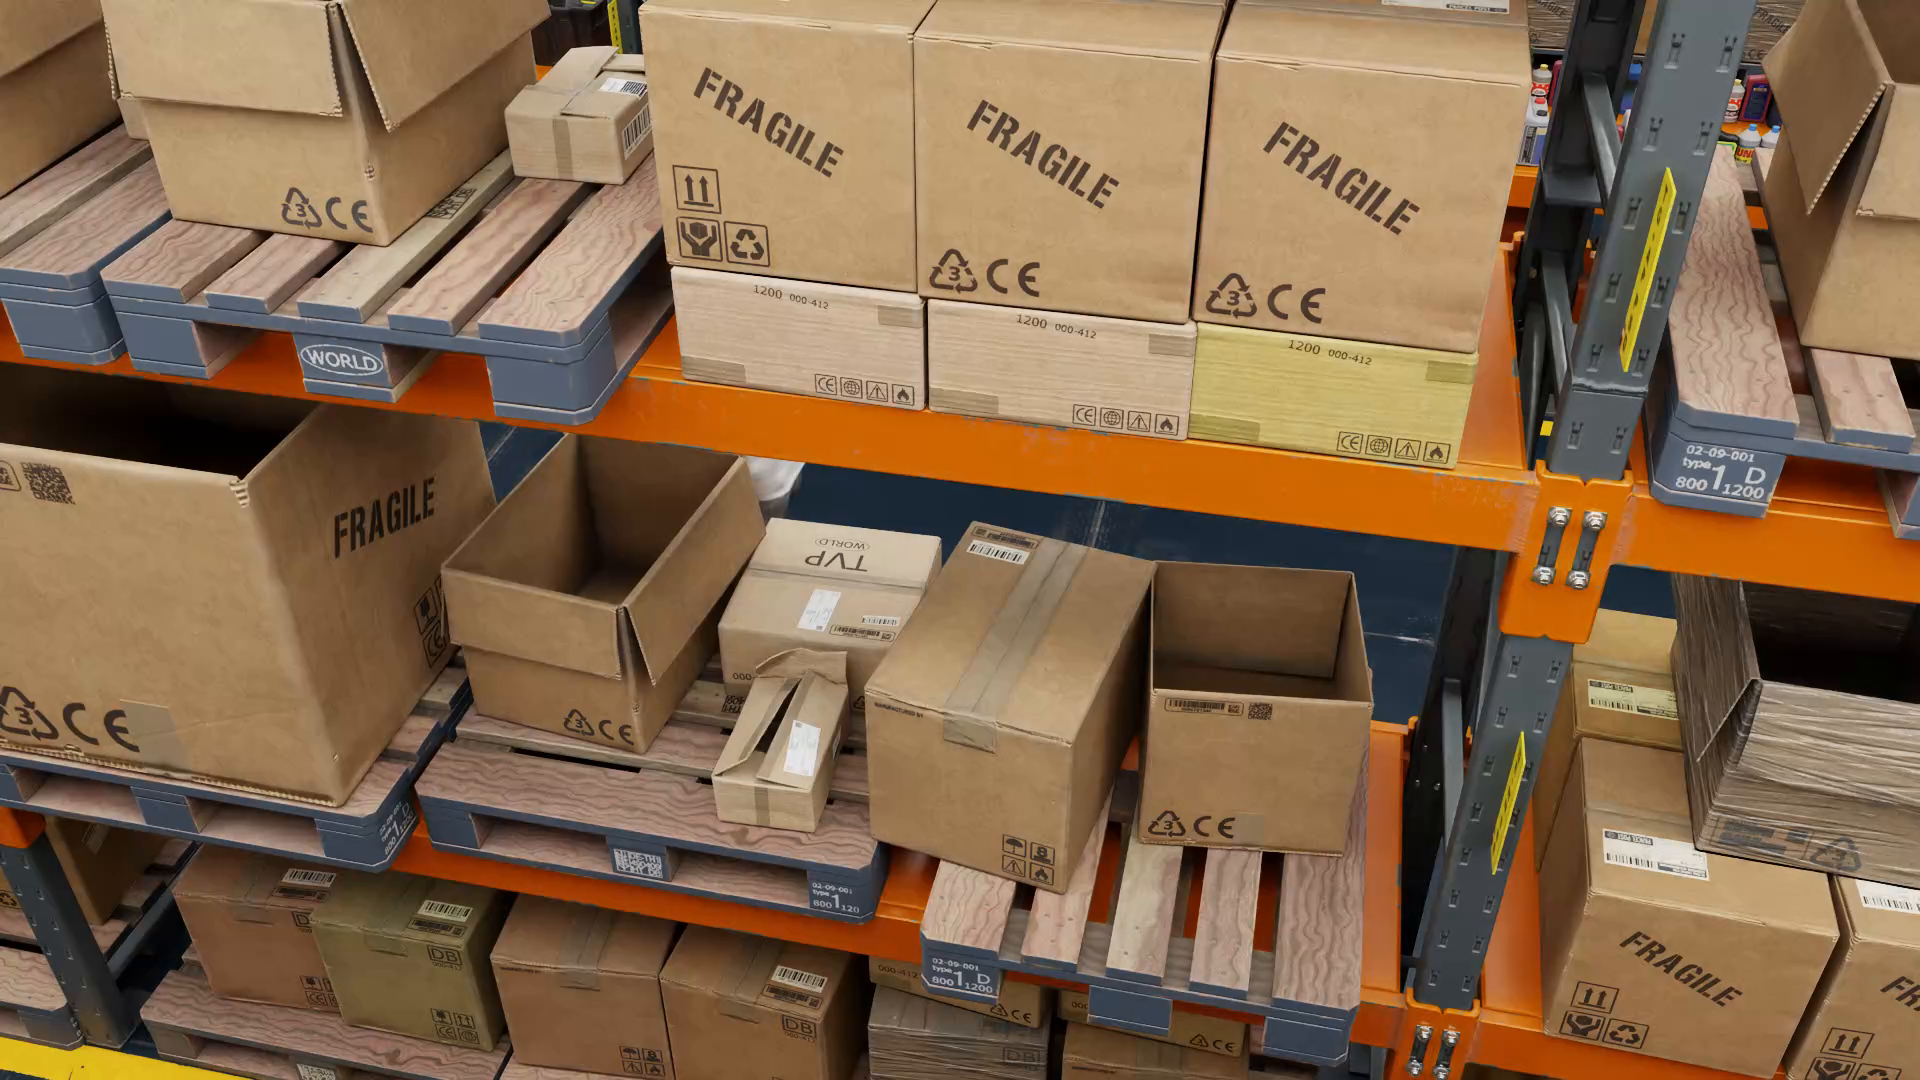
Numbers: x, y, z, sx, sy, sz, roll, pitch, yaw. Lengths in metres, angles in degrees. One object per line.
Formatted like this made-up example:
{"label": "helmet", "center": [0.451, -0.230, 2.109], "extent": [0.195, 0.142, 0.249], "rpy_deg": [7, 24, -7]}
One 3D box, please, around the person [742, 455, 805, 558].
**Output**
{"label": "person", "center": [-0.895, -0.245, 6.465], "extent": [0.554, 1.767, 0.494], "rpy_deg": [8, 37, 11]}
